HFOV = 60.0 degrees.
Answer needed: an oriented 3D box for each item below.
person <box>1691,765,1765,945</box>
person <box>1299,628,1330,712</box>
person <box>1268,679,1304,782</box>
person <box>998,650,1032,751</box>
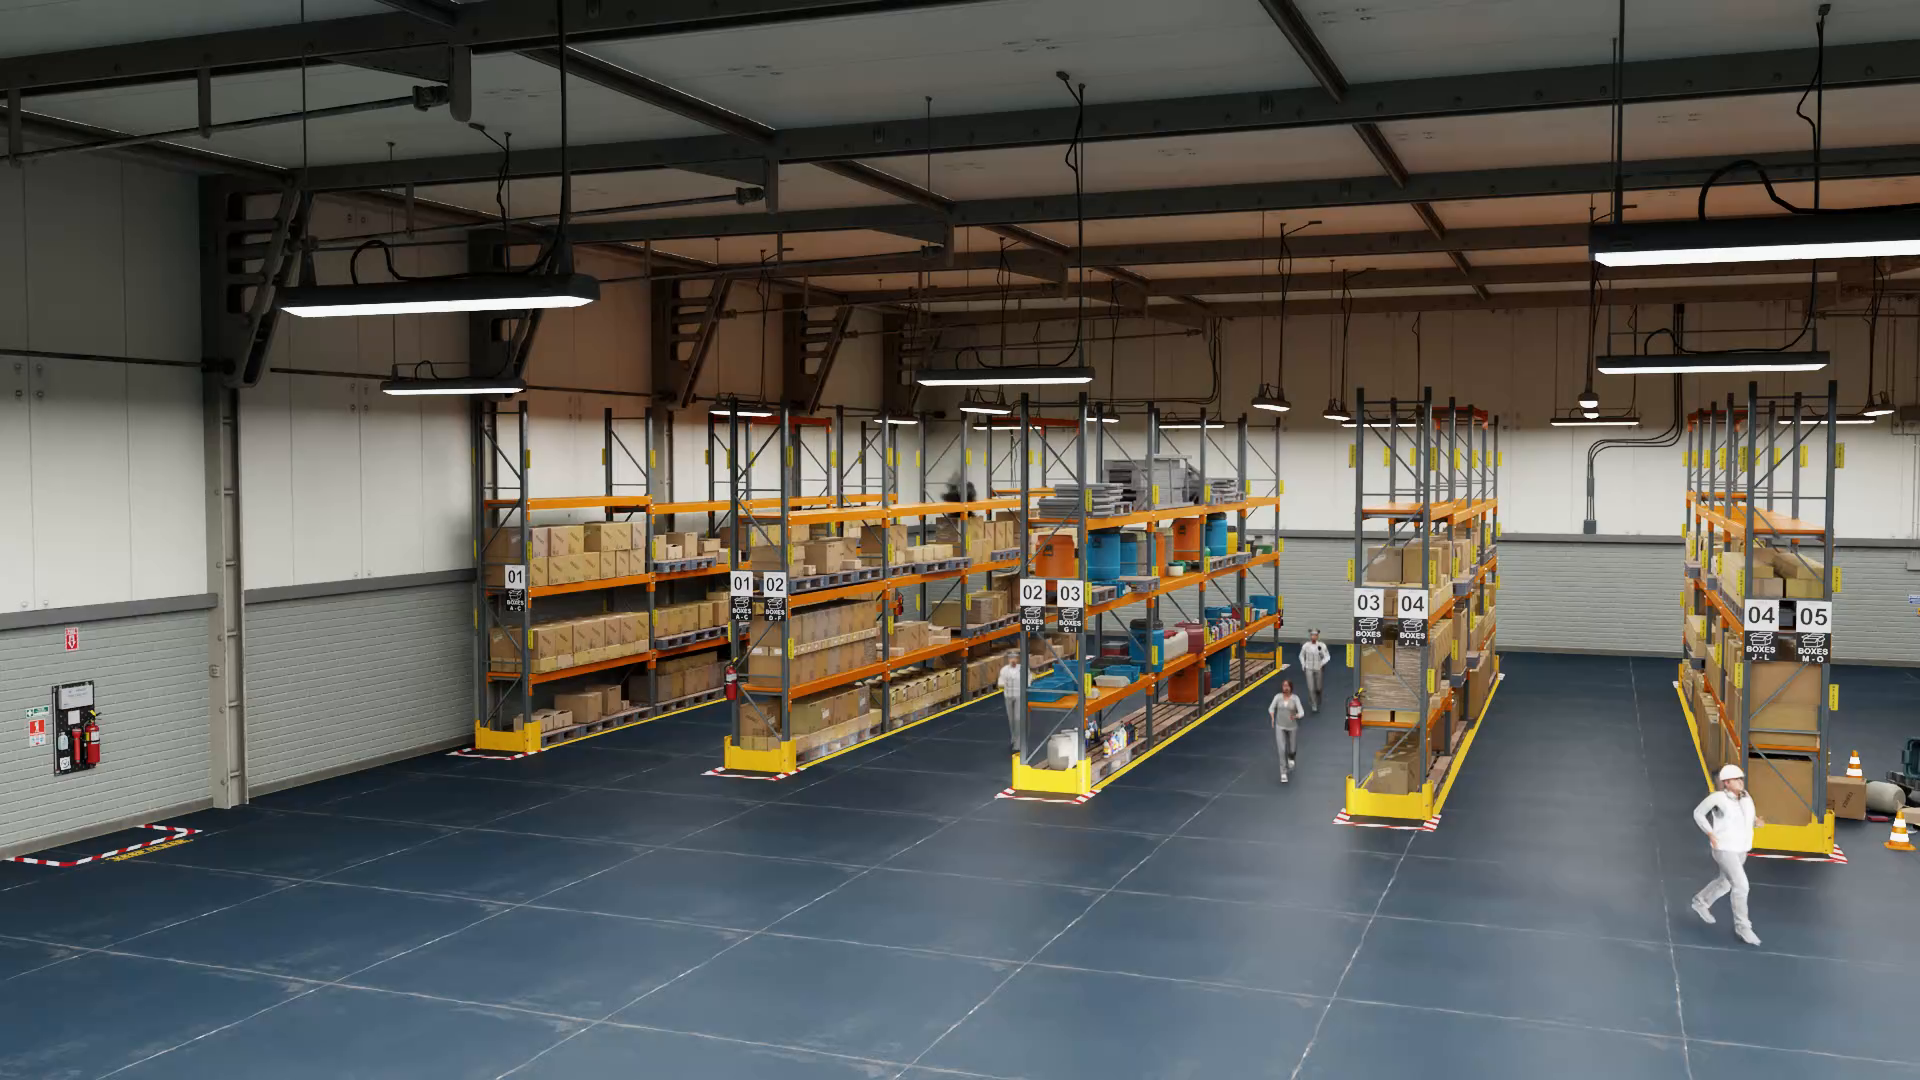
[{"bbox_3d":[8.117,3.260,17.528,0.638,1.813,0.871,-2,3,-29],"label":"person"},{"bbox_3d":[7.042,2.565,33.073,0.606,1.654,0.599,1,3,16],"label":"person"},{"bbox_3d":[5.091,2.951,25.984,0.547,1.564,0.767,1,3,13],"label":"person"},{"bbox_3d":[0.940,2.758,28.831,0.557,1.731,0.816,1,3,15],"label":"person"}]
